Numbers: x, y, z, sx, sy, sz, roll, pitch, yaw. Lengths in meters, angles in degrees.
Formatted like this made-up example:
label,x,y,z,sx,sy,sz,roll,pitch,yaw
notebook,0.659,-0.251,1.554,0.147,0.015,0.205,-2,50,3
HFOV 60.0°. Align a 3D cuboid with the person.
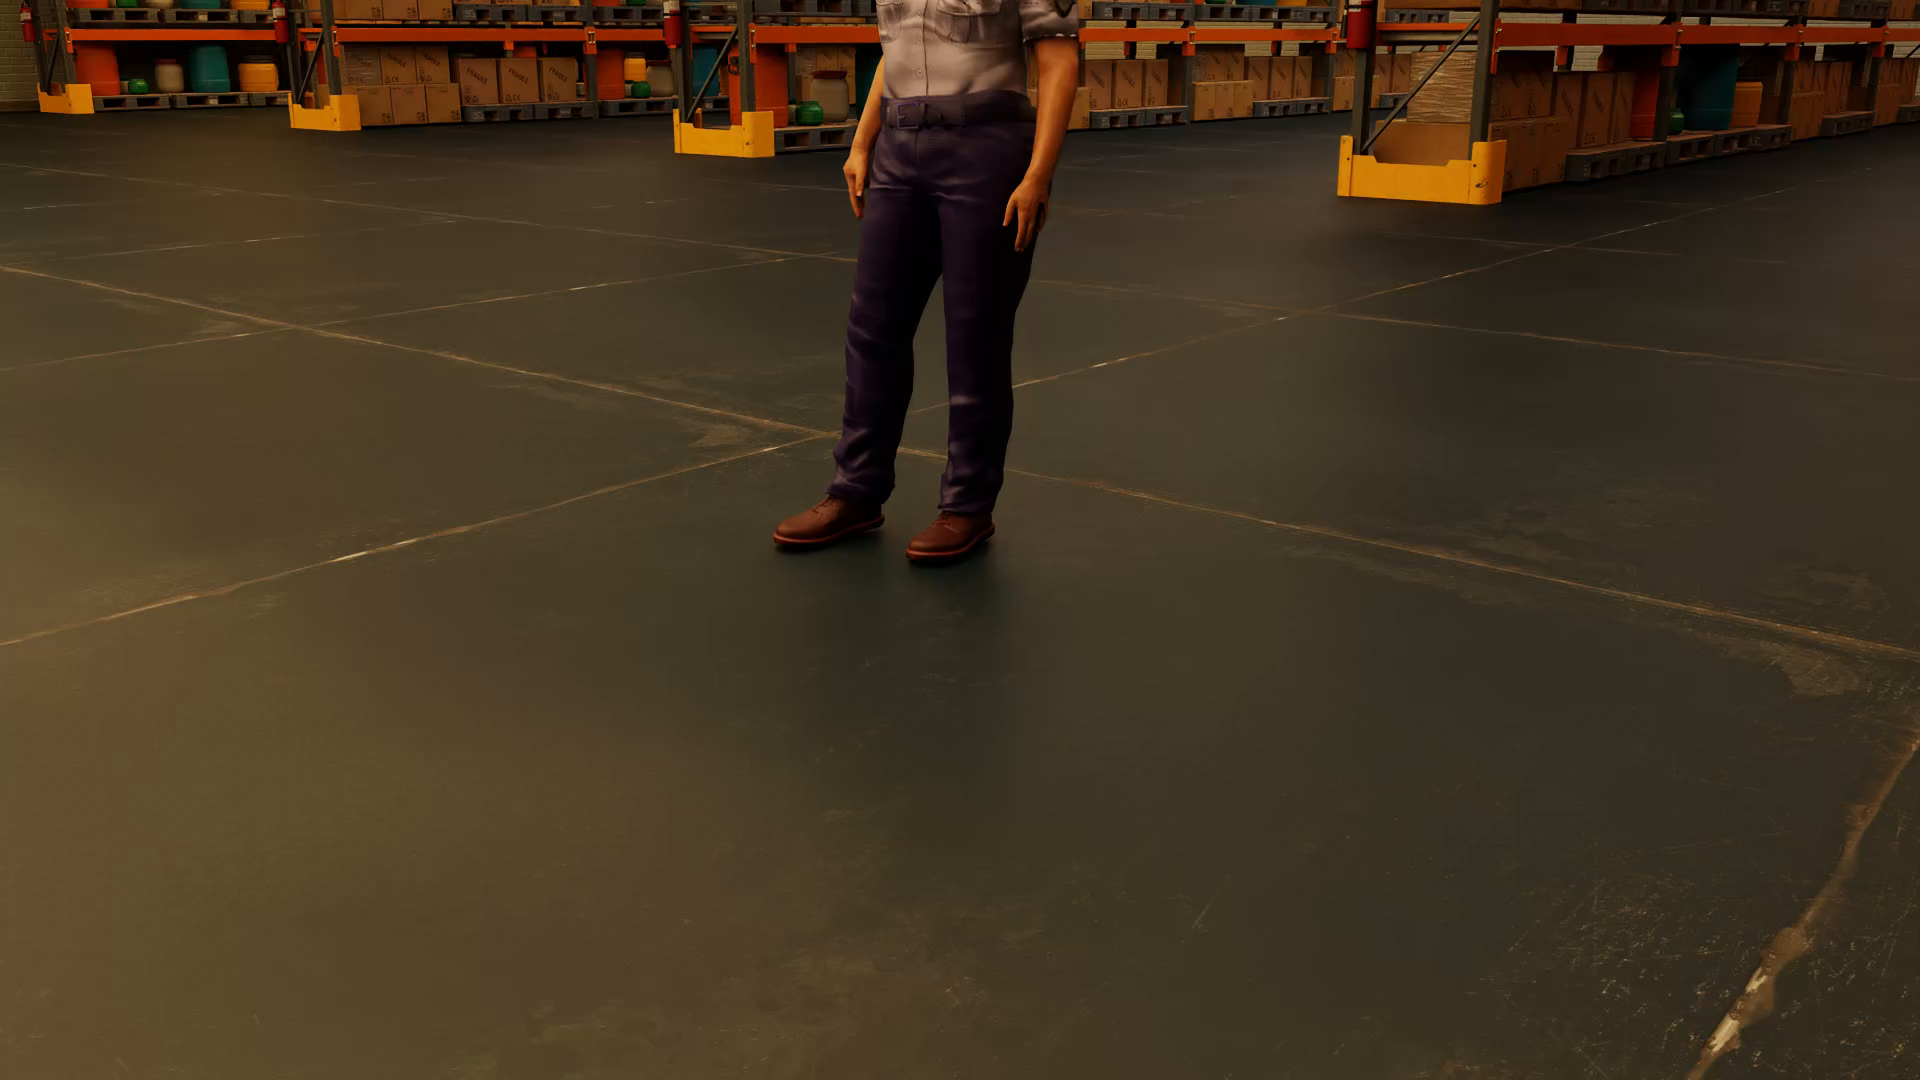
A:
label,x,y,z,sx,sy,sz,roll,pitch,yaw
person,-0.074,-0.780,3.648,0.599,1.650,0.503,13,21,37
